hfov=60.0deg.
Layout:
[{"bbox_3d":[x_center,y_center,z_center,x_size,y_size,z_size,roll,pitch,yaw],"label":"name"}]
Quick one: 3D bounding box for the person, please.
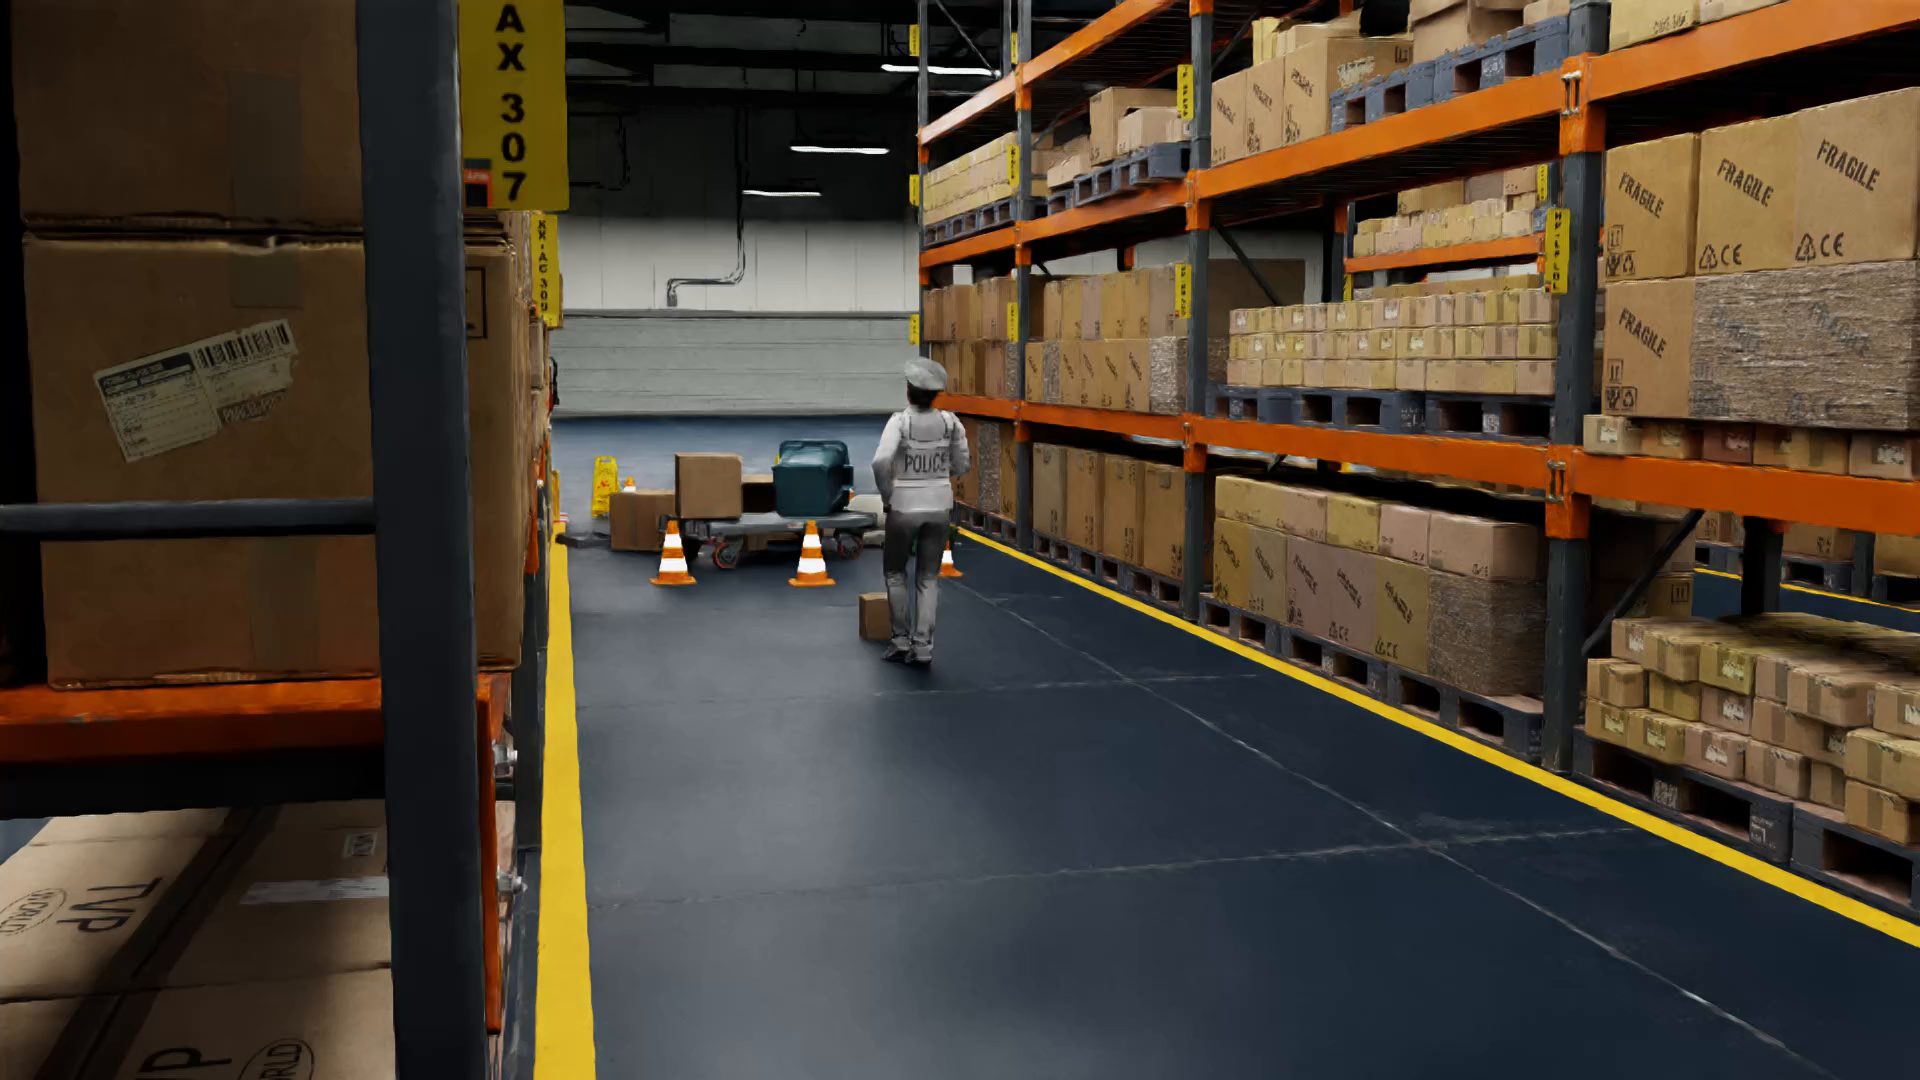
[{"bbox_3d":[-0.233,-0.131,8.999,0.593,1.715,0.618,-1,6,-13],"label":"person"}]
